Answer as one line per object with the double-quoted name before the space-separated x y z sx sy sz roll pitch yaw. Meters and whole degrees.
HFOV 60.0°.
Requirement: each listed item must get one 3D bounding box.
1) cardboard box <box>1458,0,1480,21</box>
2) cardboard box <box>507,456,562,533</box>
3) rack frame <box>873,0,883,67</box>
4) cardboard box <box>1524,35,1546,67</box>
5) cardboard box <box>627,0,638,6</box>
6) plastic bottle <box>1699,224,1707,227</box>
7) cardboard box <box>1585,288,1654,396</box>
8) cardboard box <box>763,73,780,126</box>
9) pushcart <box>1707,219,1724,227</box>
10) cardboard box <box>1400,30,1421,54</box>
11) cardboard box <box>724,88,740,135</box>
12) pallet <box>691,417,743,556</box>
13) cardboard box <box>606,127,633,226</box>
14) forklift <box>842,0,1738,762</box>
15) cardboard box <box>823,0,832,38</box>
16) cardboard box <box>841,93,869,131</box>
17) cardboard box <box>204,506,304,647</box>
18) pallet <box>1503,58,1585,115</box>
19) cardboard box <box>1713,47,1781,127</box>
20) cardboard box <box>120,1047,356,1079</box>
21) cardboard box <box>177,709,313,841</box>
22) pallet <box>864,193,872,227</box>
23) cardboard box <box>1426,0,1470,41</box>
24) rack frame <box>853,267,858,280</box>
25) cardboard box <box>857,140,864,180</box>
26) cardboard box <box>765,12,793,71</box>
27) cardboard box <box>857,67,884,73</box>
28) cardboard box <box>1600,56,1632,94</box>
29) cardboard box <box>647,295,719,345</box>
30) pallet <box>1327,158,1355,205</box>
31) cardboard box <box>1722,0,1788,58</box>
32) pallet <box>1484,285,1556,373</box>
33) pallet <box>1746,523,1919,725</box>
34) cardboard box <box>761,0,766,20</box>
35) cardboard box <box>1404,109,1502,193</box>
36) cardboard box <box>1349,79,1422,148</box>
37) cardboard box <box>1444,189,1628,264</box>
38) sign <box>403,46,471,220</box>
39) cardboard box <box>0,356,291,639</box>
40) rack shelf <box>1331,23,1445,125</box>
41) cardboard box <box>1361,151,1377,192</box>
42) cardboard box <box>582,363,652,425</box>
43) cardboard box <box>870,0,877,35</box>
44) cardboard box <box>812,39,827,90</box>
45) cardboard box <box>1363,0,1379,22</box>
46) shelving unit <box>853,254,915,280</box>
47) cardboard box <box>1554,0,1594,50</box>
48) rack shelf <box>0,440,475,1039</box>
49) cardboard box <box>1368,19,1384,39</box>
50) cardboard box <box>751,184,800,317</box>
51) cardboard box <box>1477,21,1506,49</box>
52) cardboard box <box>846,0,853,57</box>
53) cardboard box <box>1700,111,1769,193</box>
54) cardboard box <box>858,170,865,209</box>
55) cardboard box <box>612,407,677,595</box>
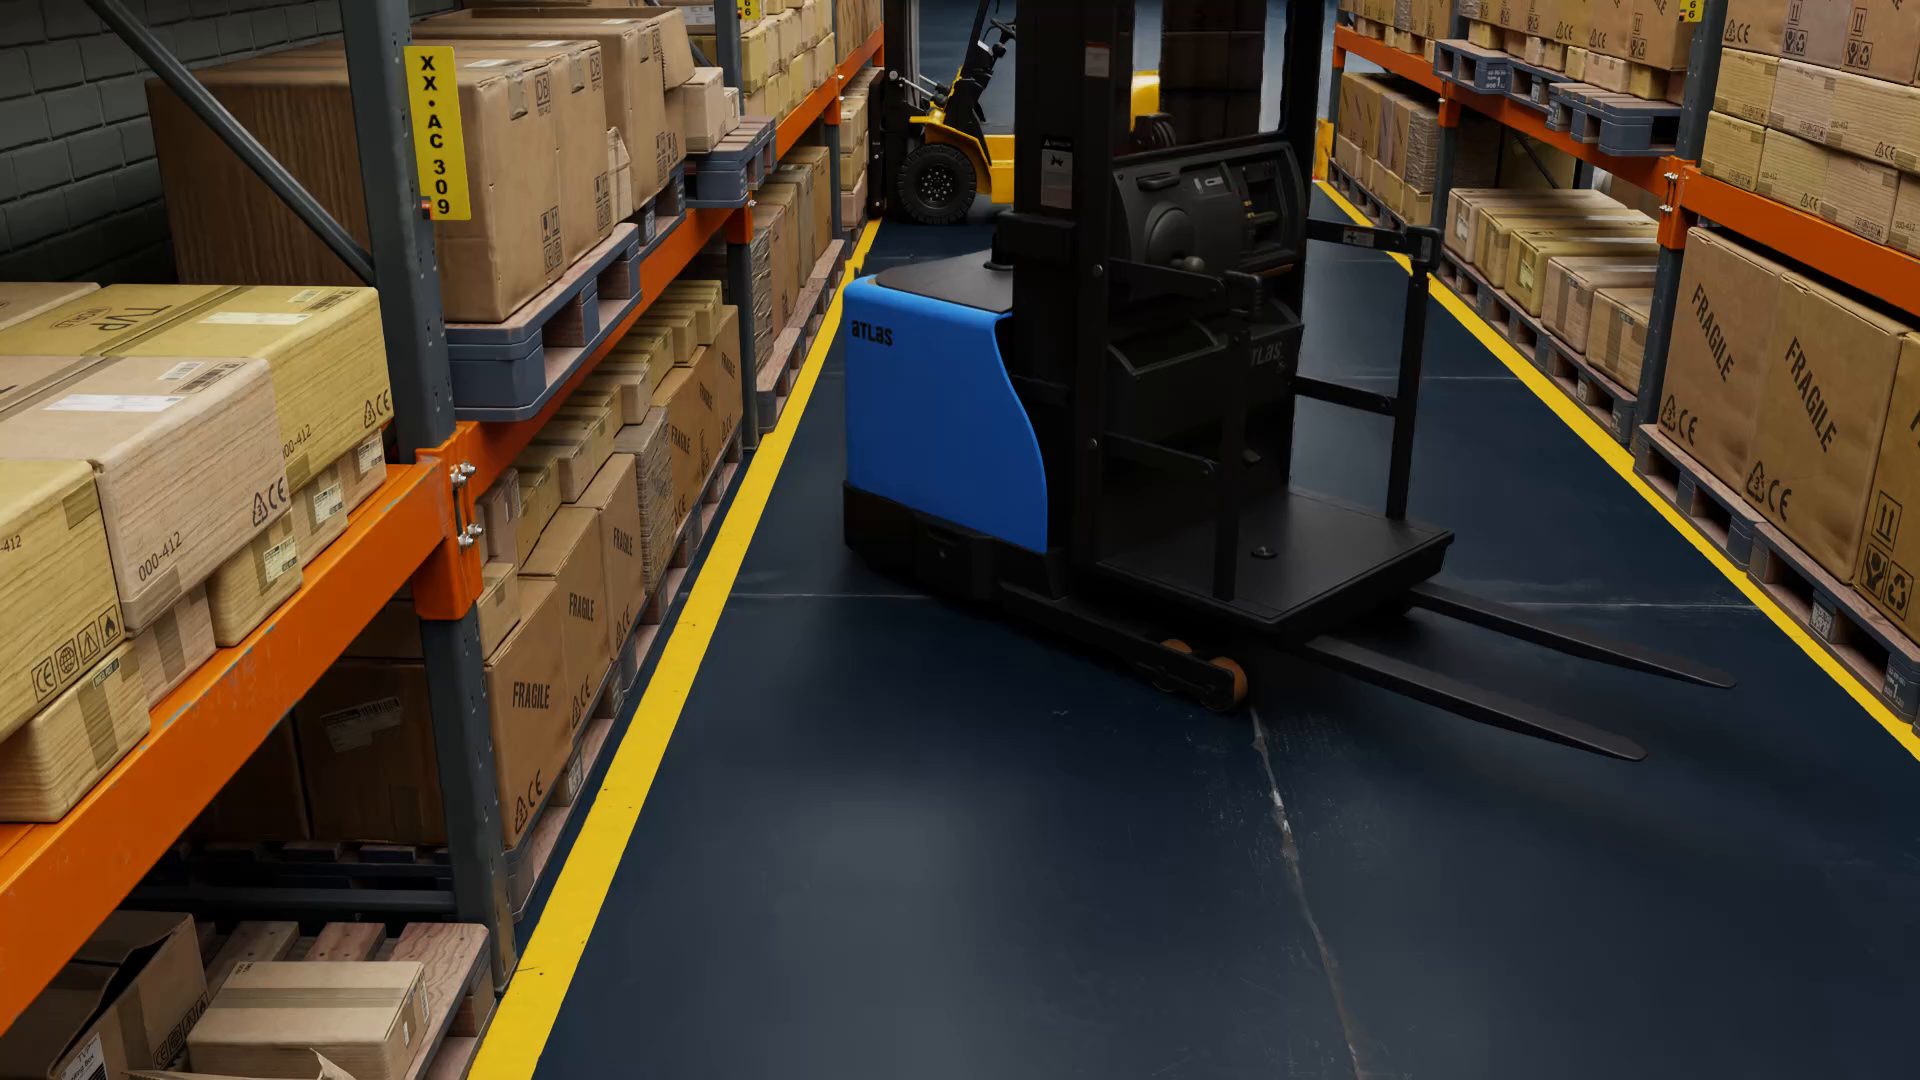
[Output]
"cardboard box" 3.357 -3.431 10.095 0.500 0.500 0.500 1 21 3
"cardboard box" -1.348 -0.130 4.695 0.380 0.149 0.250 0 21 1
"rack frame" -1.182 -4.716 14.536 1.000 3.000 0.127 1 21 2
"cardboard box" 3.257 -2.628 8.921 0.380 0.149 0.250 1 21 4
"cardboard box" -1.618 -2.292 7.255 0.380 0.149 0.250 1 21 3
"plastic bottle" 5.571 -2.292 12.352 0.133 0.061 0.283 4 22 11
"cardboard box" 3.563 -0.945 7.869 0.950 0.372 0.625 -1 21 -2
"cardboard box" -1.148 -2.093 7.983 0.500 0.250 0.500 0 21 0
"pushcart" 5.938 -1.987 11.128 1.648 0.377 0.936 -7 22 -17
"cardboard box" 3.390 -3.586 11.972 0.380 0.149 0.250 0 21 1
"cardboard box" -1.062 -1.660 6.428 0.380 0.149 0.250 1 21 3
"pallet" -1.486 -0.254 6.891 1.003 0.211 1.213 1 21 2
"cardboard box" -1.122 -1.008 4.586 0.396 0.266 0.258 2 21 4
"forklift" 0.961 -1.045 5.171 3.031 2.935 1.130 20 29 41
"cardboard box" -1.063 -3.252 10.280 0.500 0.250 0.500 0 21 0
"cardboard box" -0.946 -3.186 12.431 0.500 0.250 0.500 1 21 3
"cardboard box" -1.275 0.047 2.609 0.380 0.149 0.250 1 21 3
"pallet" 3.555 -2.397 8.824 1.003 0.211 1.213 1 21 2
"cardboard box" 3.274 -1.753 6.415 0.500 0.250 0.500 0 21 1
"cardboard box" -1.282 1.036 2.912 0.396 0.266 0.258 1 21 4
"cardboard box" -1.828 0.412 4.196 0.500 0.500 0.500 1 21 1
"pallet" -1.204 -2.699 13.193 1.003 0.211 1.213 1 21 2
"cardboard box" 3.422 -3.565 11.021 0.500 0.500 0.500 0 21 0
"rack frame" -0.302 -0.536 6.459 0.200 1.050 0.008 2 21 6
"cardboard box" -0.967 -2.770 12.051 0.500 0.250 0.500 1 21 1
"cardboard box" -1.118 -2.514 8.378 0.500 0.250 0.500 0 21 0
"cardboard box" -0.885 -3.926 14.339 0.500 0.250 0.500 1 21 3
"cardboard box" 3.209 -2.159 7.713 0.380 0.149 0.250 0 21 1
"cardboard box" -1.165 -0.876 6.617 0.380 0.149 0.250 0 21 -1
"pallet" 3.717 -3.042 14.076 1.003 0.211 1.213 1 21 2
"cardboard box" 3.276 -2.107 6.292 0.500 0.500 0.500 0 21 0
"pallet" 3.601 -1.192 9.310 1.003 0.211 1.213 1 21 2
"pallet" 3.397 0.254 5.582 1.003 0.211 1.213 1 21 2
"cardboard box" -1.137 -2.569 7.967 0.380 0.149 0.250 1 21 2
"cardboard box" 3.407 -2.697 11.516 0.500 0.500 0.500 0 21 1
"cardboard box" 3.466 -3.440 13.431 0.500 0.500 0.500 0 21 0
"cardboard box" 3.644 -1.997 10.582 0.950 0.372 0.625 1 21 2
"sign" -1.005 -0.777 3.189 0.100 0.325 0.005 1 21 2
"cardboard box" -1.319 -0.078 2.378 0.500 0.250 0.500 1 21 2
"rack shelf" 3.718 -3.604 12.665 1.077 0.370 4.000 1 21 2
"cardboard box" 3.451 -2.906 13.092 0.500 0.250 0.500 2 21 5
"cardboard box" -1.256 -0.496 5.638 0.380 0.149 0.250 0 21 -1
"cardboard box" -0.960 -4.394 13.569 0.500 0.500 0.500 1 21 3
"cardboard box" -1.068 -2.833 9.890 0.500 0.250 0.500 1 21 1
"cardboard box" 3.461 -4.308 12.936 0.500 0.500 0.500 0 21 1
"shelving unit" -0.289 -0.580 6.572 0.215 1.050 0.252 2 21 6
"cardboard box" 3.291 -2.688 8.180 0.500 0.500 0.500 -1 21 -2
"rack shelf" -1.608 0.682 1.620 1.077 0.370 4.000 1 21 2
"cardboard box" 3.451 -4.053 13.176 0.380 0.149 0.250 1 21 3
"cardboard box" -1.361 -1.617 9.252 0.875 0.625 0.625 0 21 -1
"cardboard box" 3.308 -3.008 9.902 0.380 0.149 0.250 1 21 3
"cardboard box" -1.030 -3.662 11.682 0.500 0.500 0.500 1 21 3
"cardboard box" 3.269 -1.526 6.522 0.500 0.250 0.500 0 21 1
"cardboard box" -0.958 -2.538 12.145 0.500 0.250 0.500 0 21 0
"cardboard box" -1.260 -0.140 5.619 0.500 0.500 0.500 0 21 0
